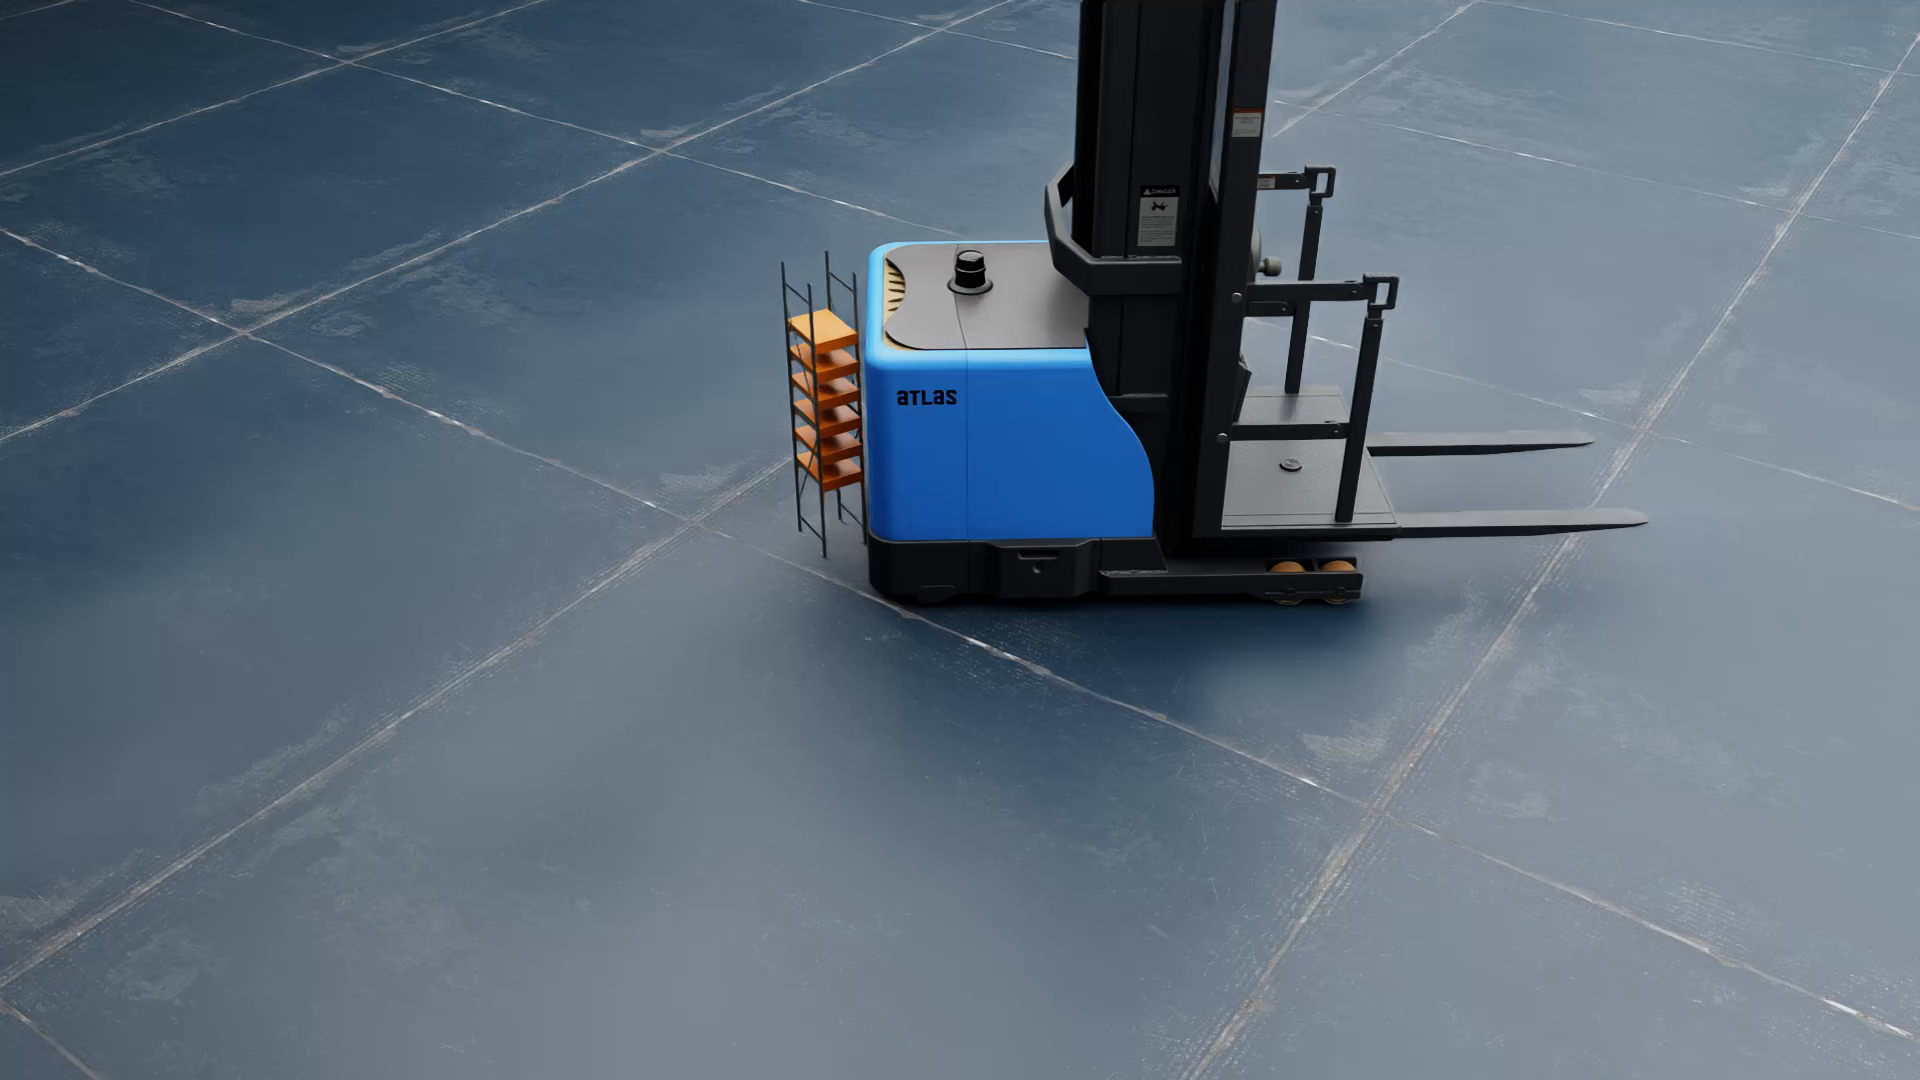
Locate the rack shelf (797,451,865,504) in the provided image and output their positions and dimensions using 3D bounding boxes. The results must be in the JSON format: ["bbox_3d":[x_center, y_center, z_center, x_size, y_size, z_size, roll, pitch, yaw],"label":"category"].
[{"bbox_3d":[-0.518,-0.266,6.580,0.180,0.103,0.258,-19,38,-25],"label":"rack shelf"}]

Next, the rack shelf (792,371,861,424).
[{"bbox_3d":[-0.518,-0.564,6.378,0.180,0.103,0.258,-19,38,-25],"label":"rack shelf"}]

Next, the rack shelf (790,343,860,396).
[{"bbox_3d":[-0.518,-0.664,6.311,0.180,0.103,0.258,-19,38,-25],"label":"rack shelf"}]

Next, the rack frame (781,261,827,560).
[{"bbox_3d":[-0.596,-0.475,6.381,0.006,1.200,0.240,-19,38,-25],"label":"rack frame"}]

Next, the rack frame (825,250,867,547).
[{"bbox_3d":[-0.440,-0.528,6.460,0.006,1.200,0.240,-19,38,-25],"label":"rack frame"}]

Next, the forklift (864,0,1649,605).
[{"bbox_3d":[1.153,-1.262,5.999,3.031,2.935,1.130,-1,34,-1],"label":"forklift"}]

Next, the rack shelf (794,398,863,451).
[{"bbox_3d":[-0.518,-0.465,6.445,0.180,0.103,0.258,-19,38,-25],"label":"rack shelf"}]

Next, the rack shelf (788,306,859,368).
[{"bbox_3d":[-0.518,-0.763,6.244,0.180,0.103,0.258,-19,38,-25],"label":"rack shelf"}]

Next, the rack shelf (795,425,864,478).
[{"bbox_3d":[-0.518,-0.366,6.513,0.180,0.103,0.258,-19,38,-25],"label":"rack shelf"}]

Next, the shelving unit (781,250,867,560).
[{"bbox_3d":[-0.518,-0.502,6.421,0.189,1.200,0.258,-19,38,-25],"label":"shelving unit"}]
